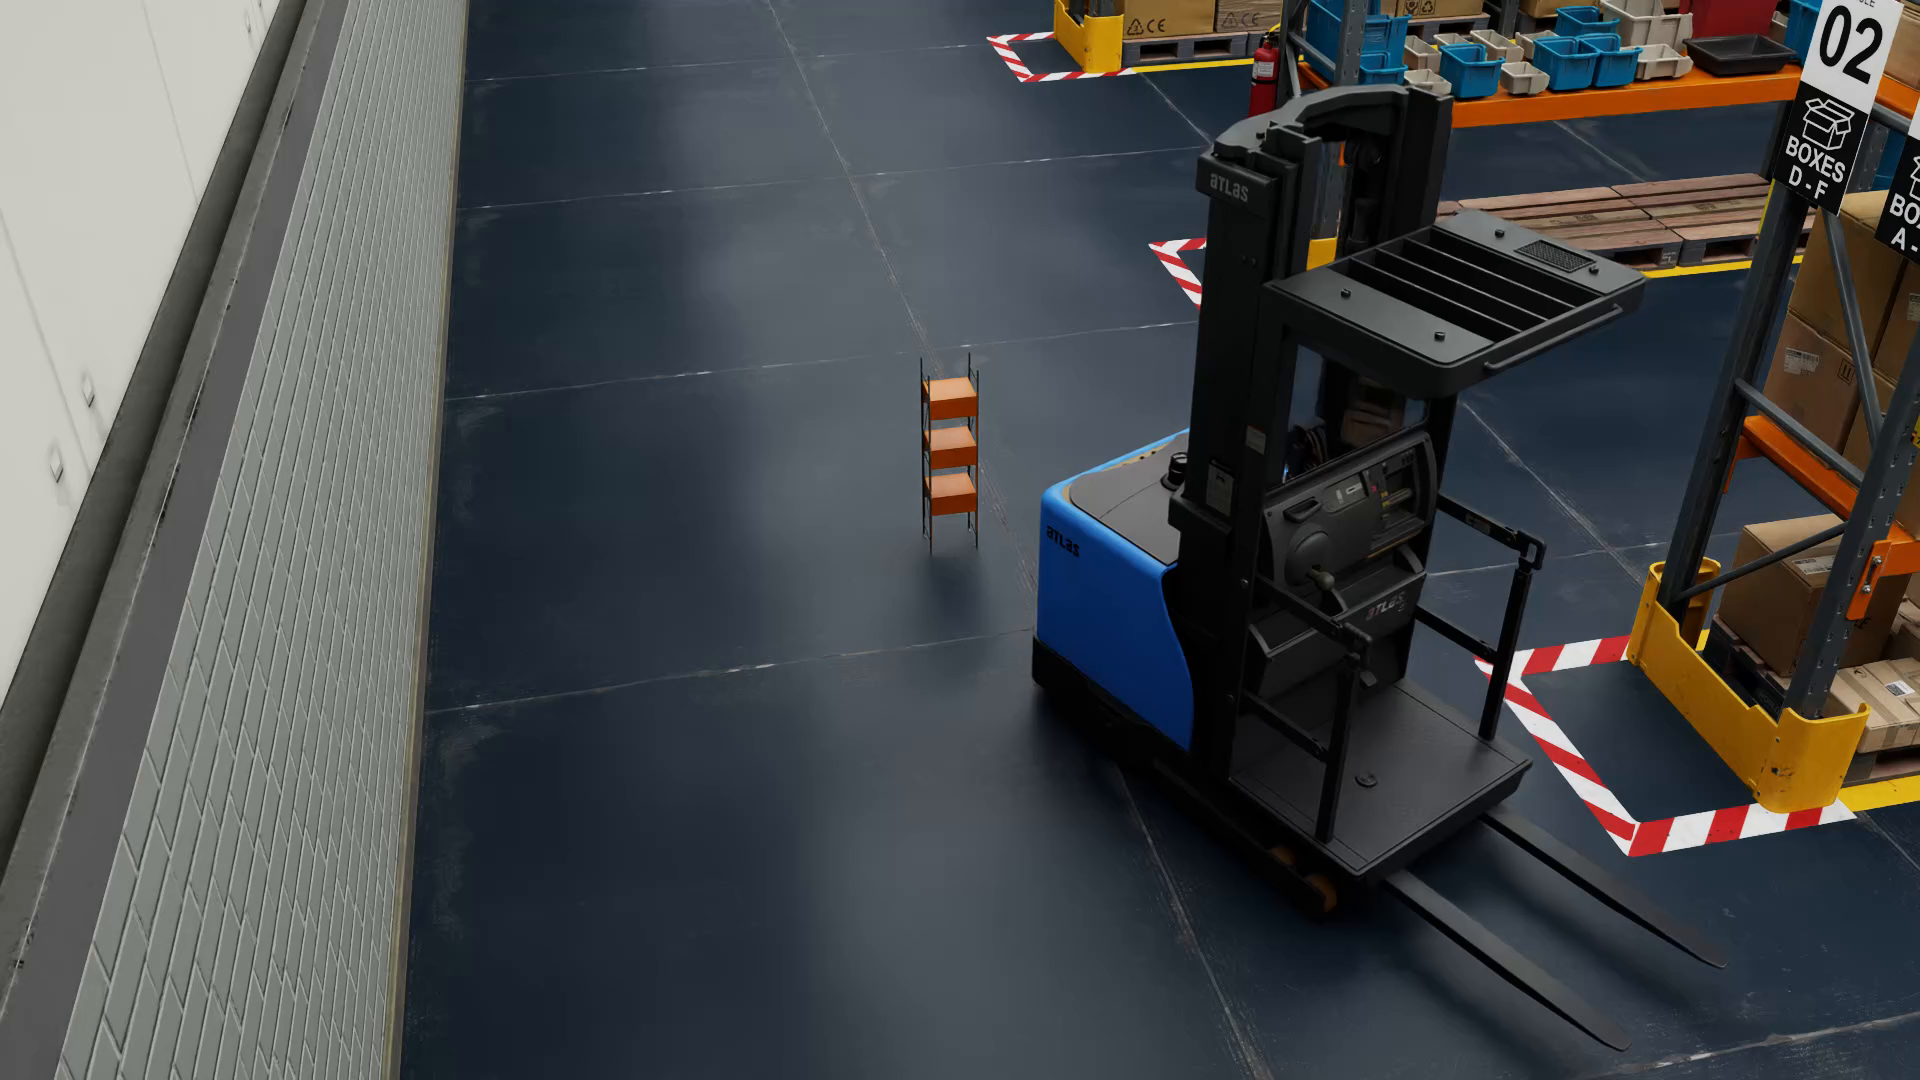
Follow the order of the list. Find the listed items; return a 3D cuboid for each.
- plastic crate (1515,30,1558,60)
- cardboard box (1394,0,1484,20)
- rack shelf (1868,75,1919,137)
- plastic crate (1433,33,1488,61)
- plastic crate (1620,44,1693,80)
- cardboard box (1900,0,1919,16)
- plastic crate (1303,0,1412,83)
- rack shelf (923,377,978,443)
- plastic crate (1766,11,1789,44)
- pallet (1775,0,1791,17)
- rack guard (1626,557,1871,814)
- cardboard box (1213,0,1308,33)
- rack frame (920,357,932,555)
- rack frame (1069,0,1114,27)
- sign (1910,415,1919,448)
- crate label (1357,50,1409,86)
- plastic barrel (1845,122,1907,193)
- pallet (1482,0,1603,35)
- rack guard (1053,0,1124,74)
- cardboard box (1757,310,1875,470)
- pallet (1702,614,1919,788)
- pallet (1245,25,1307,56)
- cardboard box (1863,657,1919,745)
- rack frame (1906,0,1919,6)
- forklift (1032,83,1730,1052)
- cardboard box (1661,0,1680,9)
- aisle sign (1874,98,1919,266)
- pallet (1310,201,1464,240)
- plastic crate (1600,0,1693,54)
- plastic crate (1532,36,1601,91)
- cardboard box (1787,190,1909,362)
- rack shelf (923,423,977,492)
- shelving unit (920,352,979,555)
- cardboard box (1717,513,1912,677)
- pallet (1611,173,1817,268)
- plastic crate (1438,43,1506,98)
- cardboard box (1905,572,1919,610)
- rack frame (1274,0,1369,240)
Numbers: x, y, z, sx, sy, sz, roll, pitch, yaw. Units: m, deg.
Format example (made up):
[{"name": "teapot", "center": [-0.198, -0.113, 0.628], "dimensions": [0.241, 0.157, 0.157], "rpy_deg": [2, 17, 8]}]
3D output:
[{"name": "plastic crate", "center": [3.887, -3.339, 11.217], "dimensions": [0.250, 0.136, 0.298], "rpy_deg": [-7, 35, -11]}, {"name": "cardboard box", "center": [4.442, -5.542, 15.846], "dimensions": [0.875, 0.875, 0.875], "rpy_deg": [-7, 35, -11]}, {"name": "rack shelf", "center": [5.335, -1.604, 6.401], "dimensions": [4.000, 0.370, 1.077], "rpy_deg": [-7, 35, -11]}, {"name": "plastic crate", "center": [3.336, -3.245, 11.077], "dimensions": [0.243, 0.136, 0.396], "rpy_deg": [-7, 35, -11]}, {"name": "plastic crate", "center": [4.564, -3.133, 10.910], "dimensions": [0.466, 0.136, 0.293], "rpy_deg": [-7, 35, -11]}, {"name": "cardboard box", "center": [3.829, -2.003, 6.038], "dimensions": [0.500, 0.250, 0.500], "rpy_deg": [-7, 35, -11]}, {"name": "plastic crate", "center": [2.580, -3.286, 10.869], "dimensions": [0.499, 0.435, 0.616], "rpy_deg": [-7, 35, -11]}, {"name": "rack shelf", "center": [-0.052, -0.656, 8.295], "dimensions": [0.240, 0.259, 0.215], "rpy_deg": [-7, 35, -11]}, {"name": "plastic crate", "center": [5.711, -3.531, 11.503], "dimensions": [0.243, 0.136, 0.396], "rpy_deg": [-7, 35, -11]}, {"name": "pallet", "center": [8.220, -5.565, 16.853], "dimensions": [1.213, 0.211, 1.003], "rpy_deg": [-7, 35, -11]}, {"name": "rack guard", "center": [3.458, 0.618, 7.381], "dimensions": [0.348, 0.500, 1.175], "rpy_deg": [-7, 35, -11]}, {"name": "cardboard box", "center": [2.696, -5.322, 15.518], "dimensions": [0.875, 0.875, 0.875], "rpy_deg": [-7, 35, -11]}, {"name": "rack frame", "center": [-0.171, -0.414, 8.425], "dimensions": [0.008, 1.050, 0.200], "rpy_deg": [-7, 35, -11]}, {"name": "rack frame", "center": [1.202, -5.795, 14.694], "dimensions": [0.127, 3.000, 1.000], "rpy_deg": [-7, 35, -11]}, {"name": "sign", "center": [3.504, -0.475, 5.990], "dimensions": [0.005, 0.325, 0.100], "rpy_deg": [-7, 35, -11]}, {"name": "crate label", "center": [2.608, -2.910, 10.491], "dimensions": [0.303, 0.233, 0.416], "rpy_deg": [-7, 35, -11]}, {"name": "plastic barrel", "center": [6.731, -2.956, 11.969], "dimensions": [0.708, 0.901, 0.600], "rpy_deg": [-7, 35, -11]}, {"name": "pallet", "center": [5.840, -5.265, 16.406], "dimensions": [1.213, 0.211, 1.003], "rpy_deg": [-7, 35, -11]}, {"name": "rack guard", "center": [1.179, -4.755, 15.386], "dimensions": [0.348, 0.500, 1.175], "rpy_deg": [-7, 35, -11]}, {"name": "cardboard box", "center": [3.761, -0.655, 6.945], "dimensions": [0.500, 0.500, 0.500], "rpy_deg": [-6, 34, -9]}, {"name": "pallet", "center": [4.236, 0.639, 7.608], "dimensions": [1.213, 0.211, 1.003], "rpy_deg": [-7, 35, -11]}, {"name": "pallet", "center": [3.152, -4.926, 15.902], "dimensions": [1.213, 0.211, 1.003], "rpy_deg": [-7, 35, -11]}, {"name": "cardboard box", "center": [4.112, 0.687, 7.181], "dimensions": [0.250, 0.166, 0.380], "rpy_deg": [-7, 35, -11]}, {"name": "rack frame", "center": [3.384, -2.902, 4.999], "dimensions": [0.127, 3.000, 1.000], "rpy_deg": [-7, 35, -11]}, {"name": "forklift", "center": [1.626, -0.053, 6.199], "dimensions": [1.130, 2.935, 3.031], "rpy_deg": [-23, 40, -30]}, {"name": "cardboard box", "center": [6.595, -5.779, 16.200], "dimensions": [0.875, 0.875, 1.225], "rpy_deg": [-8, 35, -12]}, {"name": "aisle sign", "center": [3.382, -1.322, 5.696], "dimensions": [0.004, 0.787, 0.394], "rpy_deg": [-7, 35, -11]}, {"name": "pallet", "center": [3.108, -2.026, 11.579], "dimensions": [1.213, 0.211, 1.003], "rpy_deg": [-7, 35, -11]}, {"name": "plastic crate", "center": [4.666, -3.483, 11.301], "dimensions": [0.530, 0.282, 0.437], "rpy_deg": [-7, 35, -11]}, {"name": "plastic crate", "center": [3.893, -3.072, 10.733], "dimensions": [0.300, 0.233, 0.416], "rpy_deg": [-7, 35, -11]}, {"name": "cardboard box", "center": [3.757, -1.072, 6.668], "dimensions": [0.500, 0.500, 0.500], "rpy_deg": [-7, 35, -11]}, {"name": "rack shelf", "center": [-0.052, -0.421, 8.454], "dimensions": [0.240, 0.259, 0.215], "rpy_deg": [-7, 35, -11]}, {"name": "shelving unit", "center": [-0.052, -0.429, 8.448], "dimensions": [0.252, 1.050, 0.215], "rpy_deg": [-7, 35, -11]}, {"name": "cardboard box", "center": [3.860, 0.244, 7.543], "dimensions": [0.500, 0.500, 0.500], "rpy_deg": [-7, 35, -11]}, {"name": "pallet", "center": [5.488, -2.326, 12.026], "dimensions": [1.213, 0.211, 1.003], "rpy_deg": [-7, 35, -11]}, {"name": "plastic crate", "center": [3.250, -2.991, 10.612], "dimensions": [0.300, 0.233, 0.416], "rpy_deg": [-7, 35, -11]}, {"name": "cardboard box", "center": [4.793, 0.247, 7.763], "dimensions": [0.500, 0.250, 0.500], "rpy_deg": [-7, 35, -11]}, {"name": "rack frame", "center": [2.295, -3.103, 10.683], "dimensions": [0.127, 3.000, 1.000], "rpy_deg": [-7, 35, -11]}]
